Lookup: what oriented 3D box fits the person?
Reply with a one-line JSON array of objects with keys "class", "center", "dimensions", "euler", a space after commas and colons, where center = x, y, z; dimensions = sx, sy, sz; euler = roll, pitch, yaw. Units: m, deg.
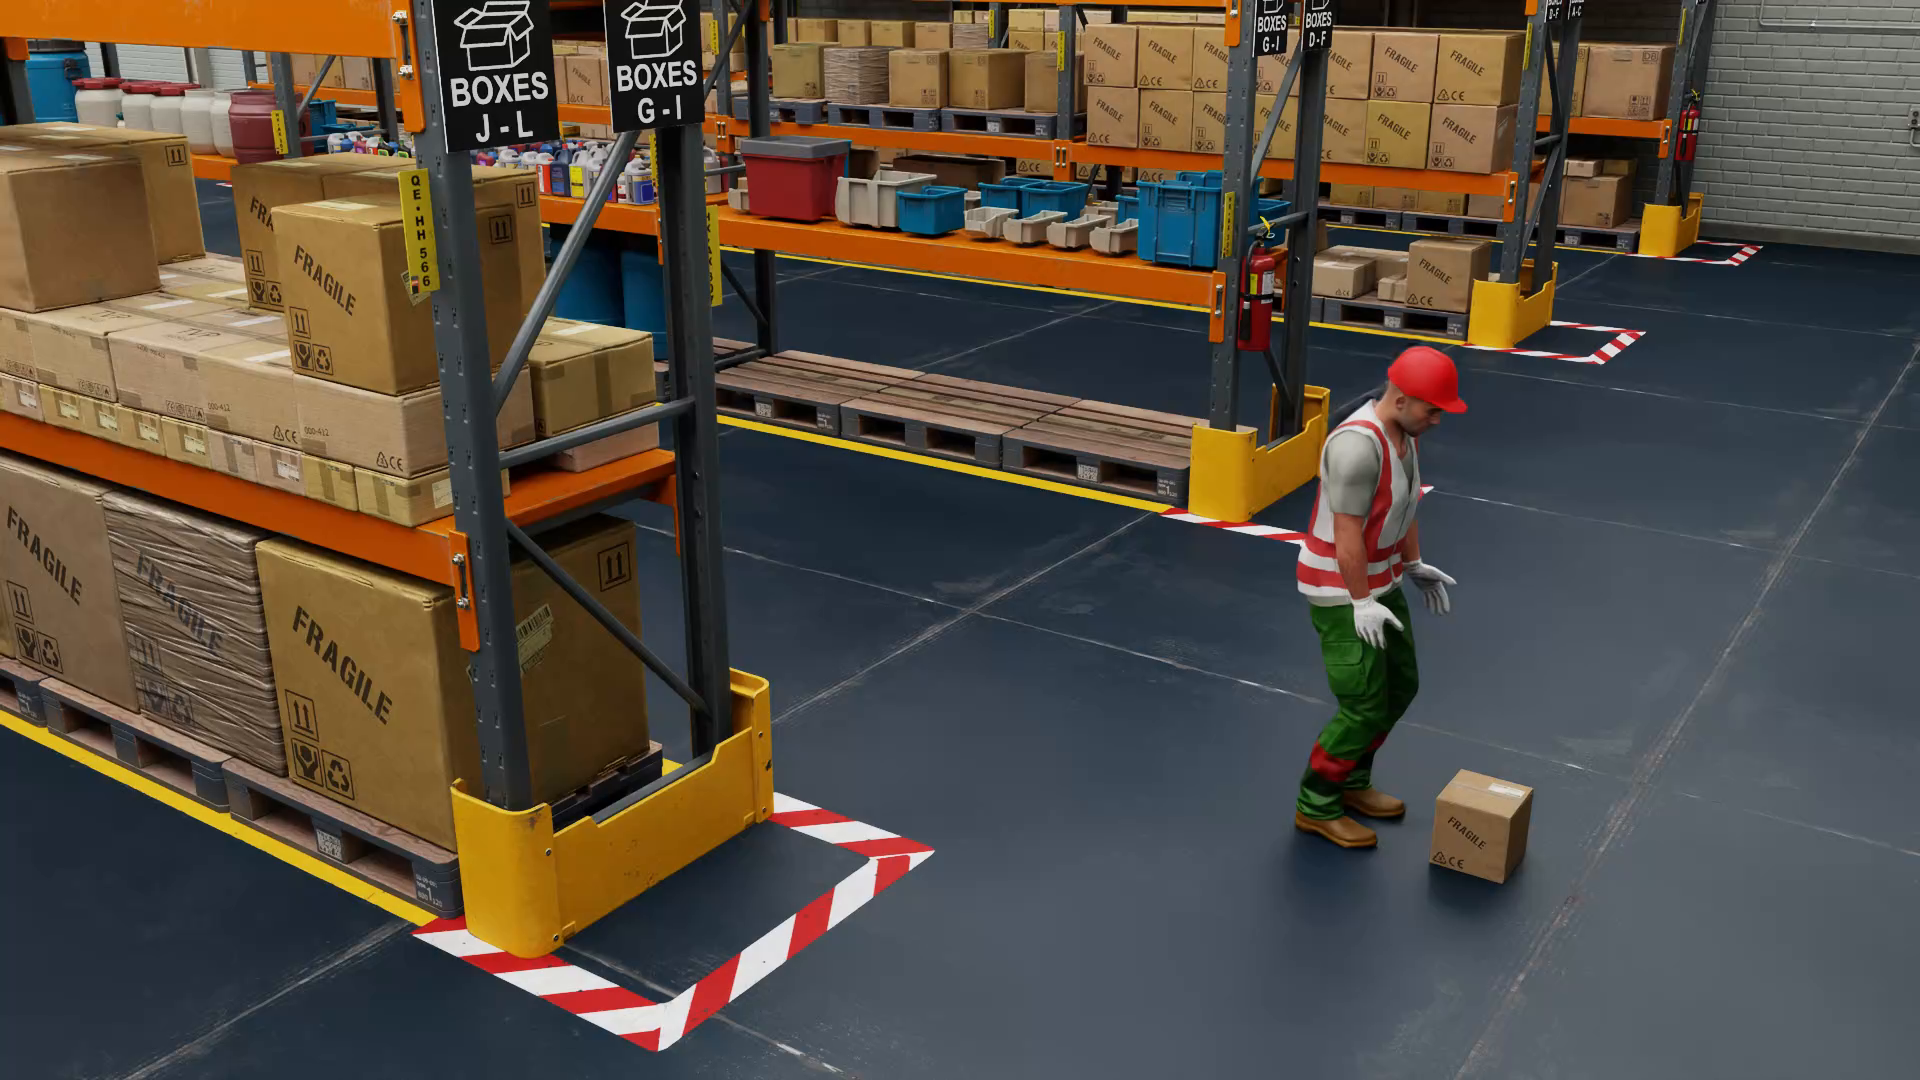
[{"class": "person", "center": [1.407, 0.179, 5.632], "dimensions": [0.477, 1.724, 0.547], "euler": [14, 24, 33]}]
